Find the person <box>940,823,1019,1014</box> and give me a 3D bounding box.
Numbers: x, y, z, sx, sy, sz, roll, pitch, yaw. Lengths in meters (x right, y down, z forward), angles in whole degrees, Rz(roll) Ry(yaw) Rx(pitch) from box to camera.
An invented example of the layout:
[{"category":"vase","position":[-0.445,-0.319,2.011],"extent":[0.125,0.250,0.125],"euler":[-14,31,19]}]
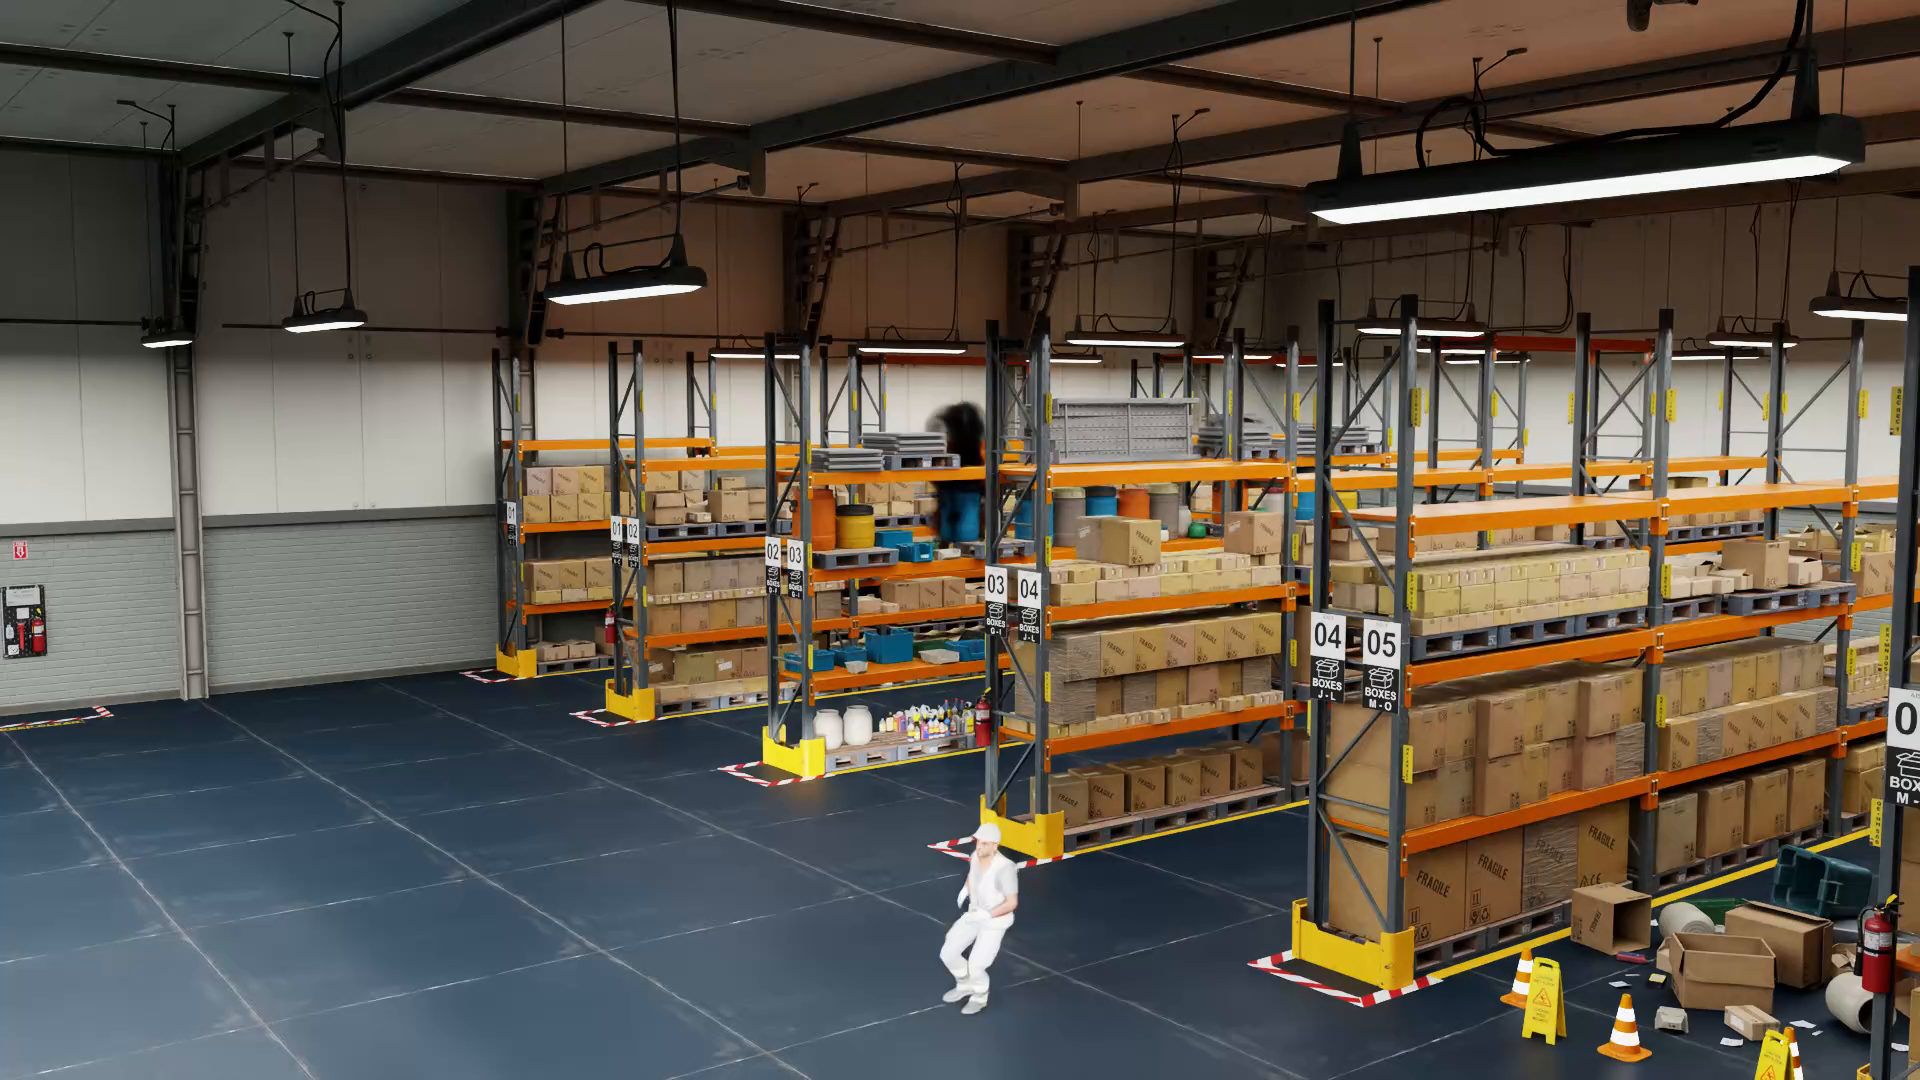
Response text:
[{"category":"person","position":[0.131,3.130,13.698],"extent":[0.862,1.674,0.662],"euler":[4,7,41]}]
